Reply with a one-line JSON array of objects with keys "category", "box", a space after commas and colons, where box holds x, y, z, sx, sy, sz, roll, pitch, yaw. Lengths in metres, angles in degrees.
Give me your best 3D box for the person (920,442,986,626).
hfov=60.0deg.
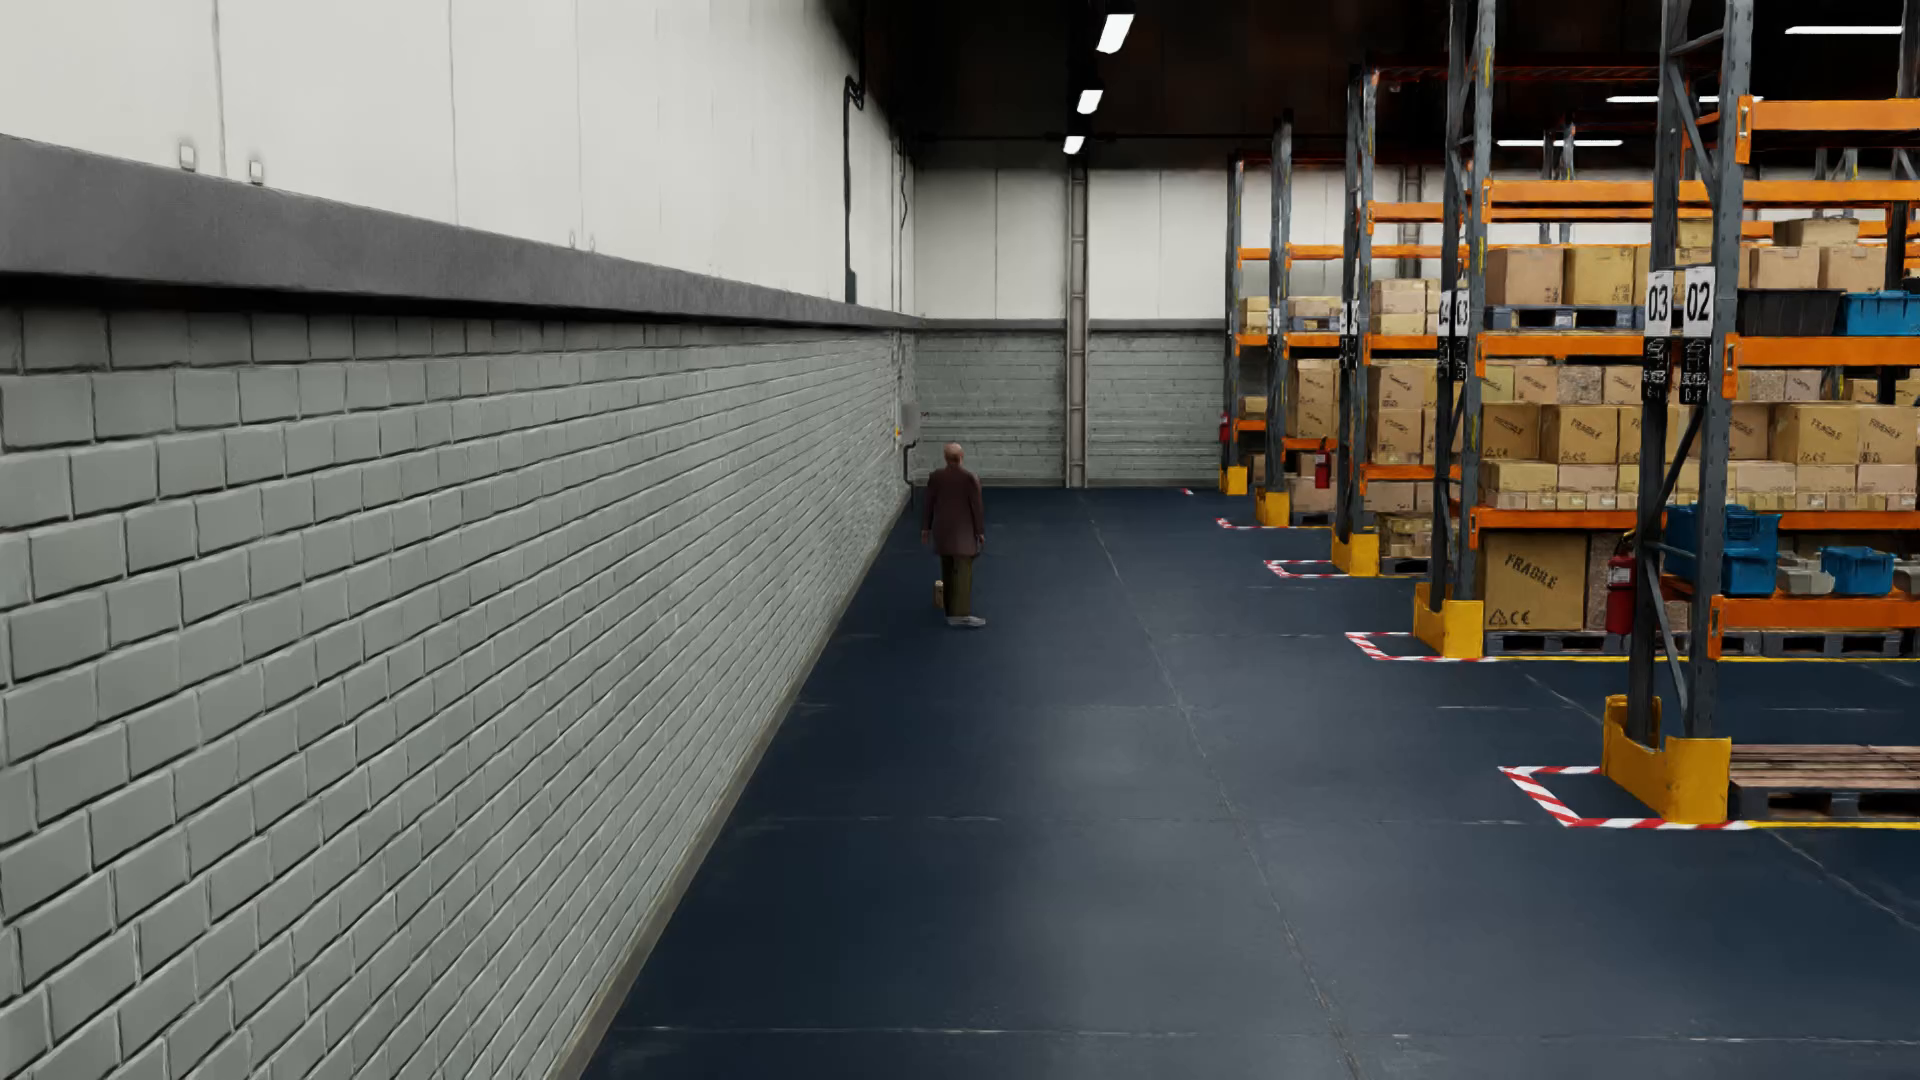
[{"category": "person", "box": [-0.055, -0.066, 16.171, 0.743, 1.780, 0.564, 3, 8, 24]}]
